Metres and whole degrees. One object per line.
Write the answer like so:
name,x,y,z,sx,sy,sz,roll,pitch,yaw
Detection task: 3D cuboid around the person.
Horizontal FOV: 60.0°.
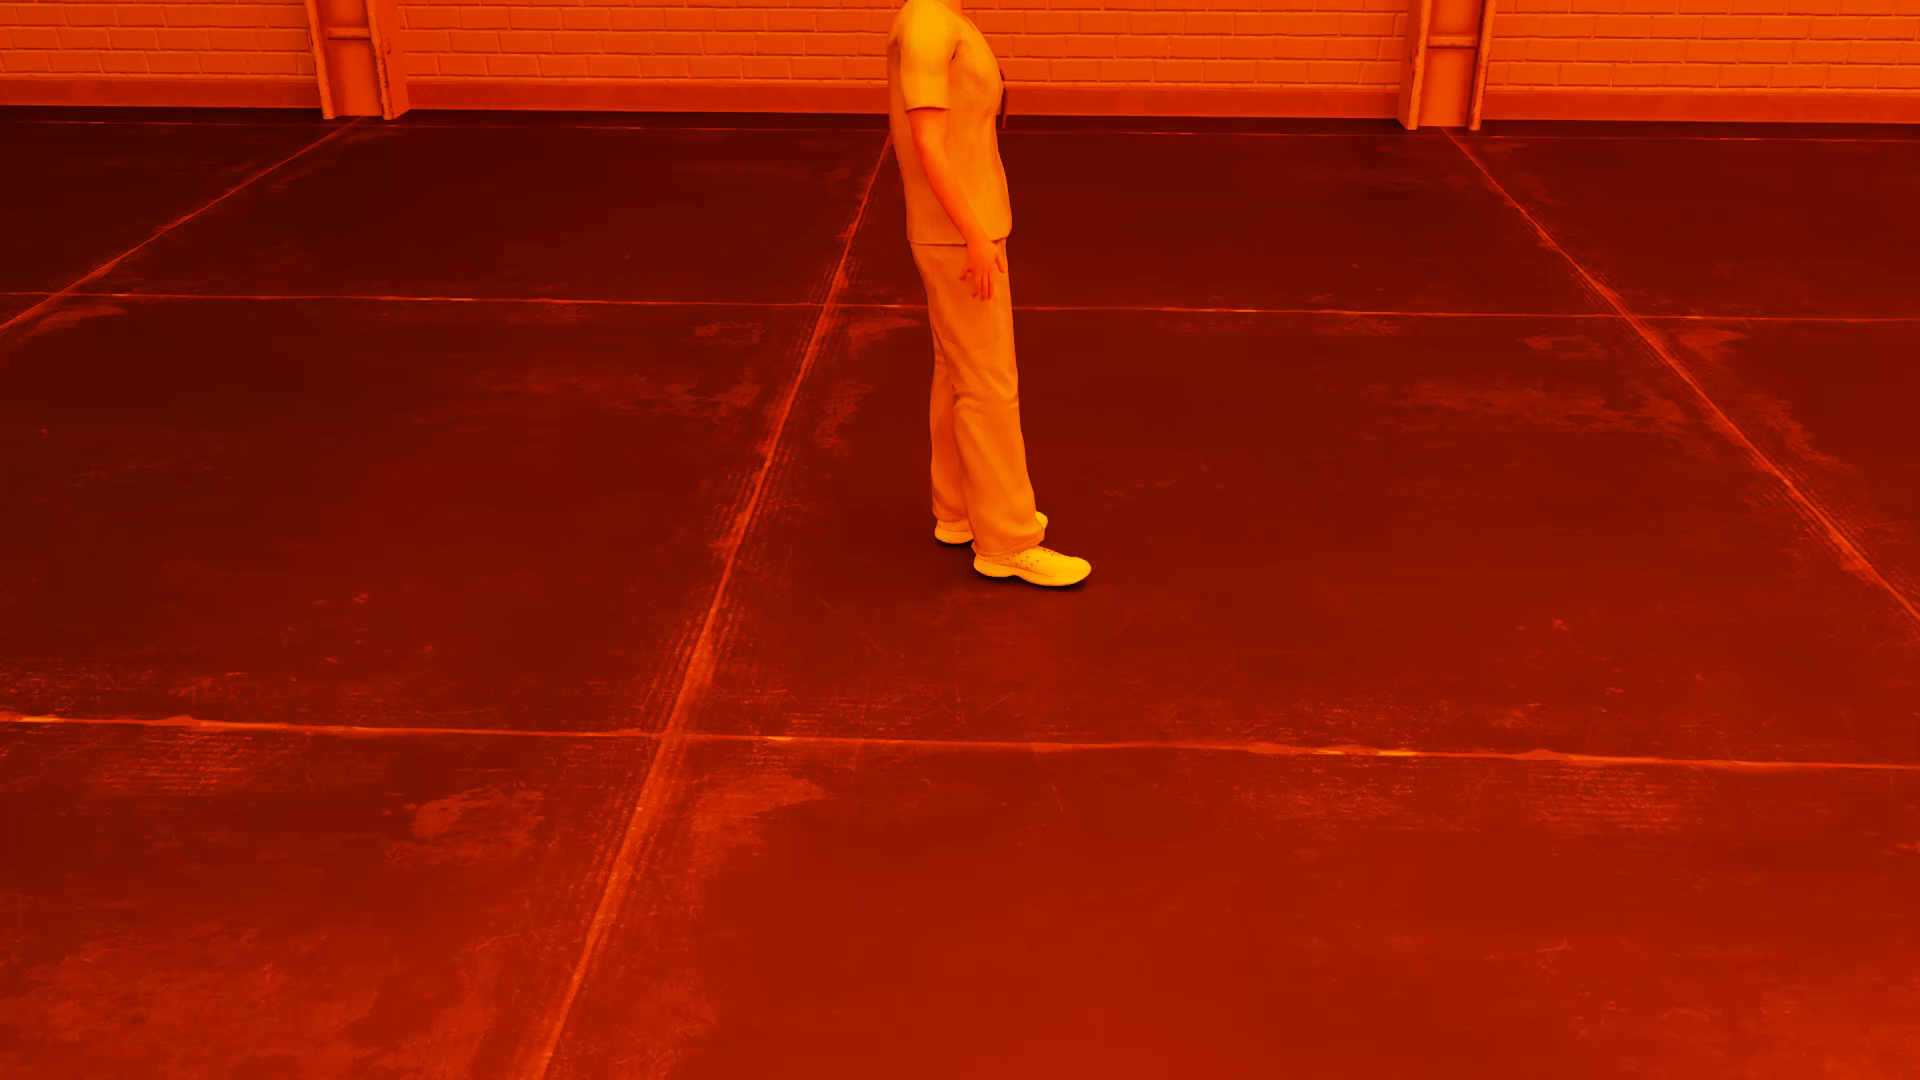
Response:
person,0.073,-0.751,4.132,0.548,1.673,0.549,1,26,2
